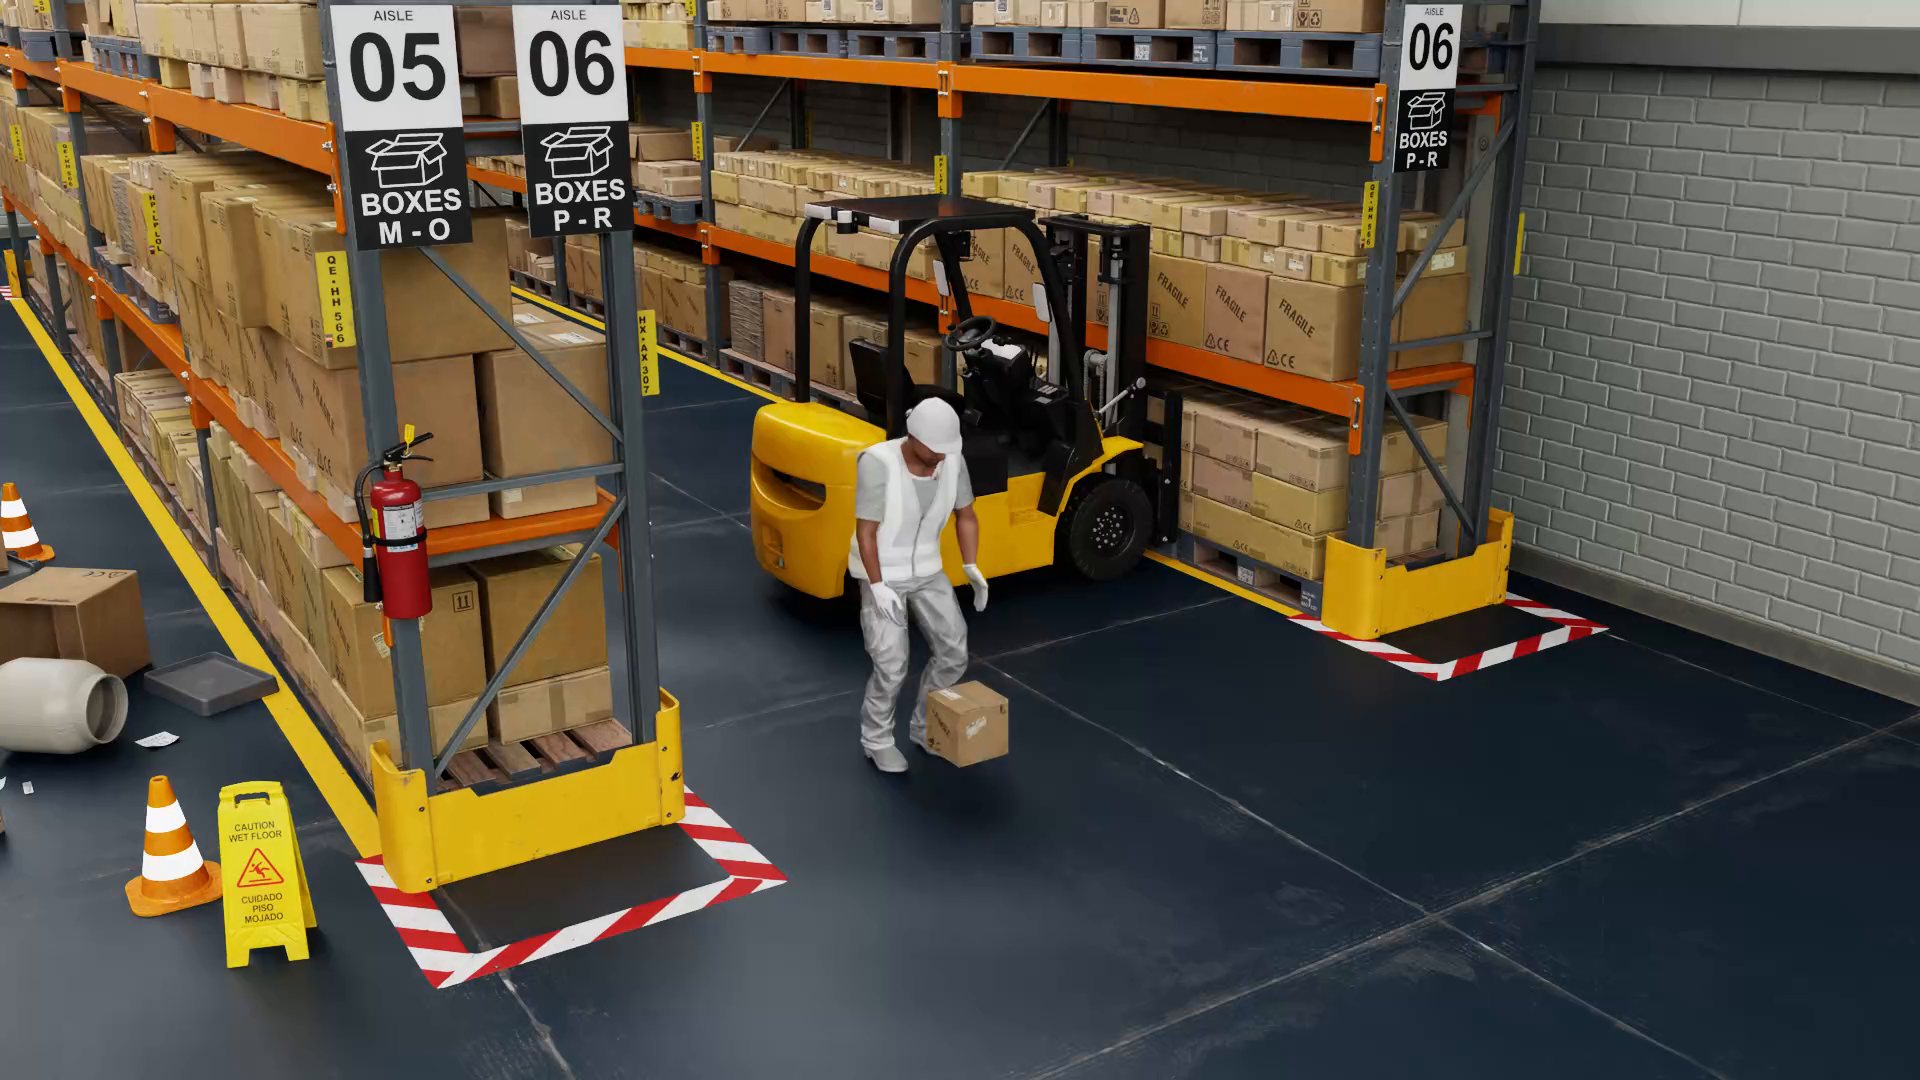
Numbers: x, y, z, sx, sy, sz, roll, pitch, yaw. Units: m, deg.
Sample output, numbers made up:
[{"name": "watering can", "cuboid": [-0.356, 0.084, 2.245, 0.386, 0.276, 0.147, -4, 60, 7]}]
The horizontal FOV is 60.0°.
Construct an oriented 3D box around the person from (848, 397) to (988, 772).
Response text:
[{"name": "person", "cuboid": [-0.189, 0.167, 7.203, 0.591, 1.663, 0.559, -11, 21, -30]}]
